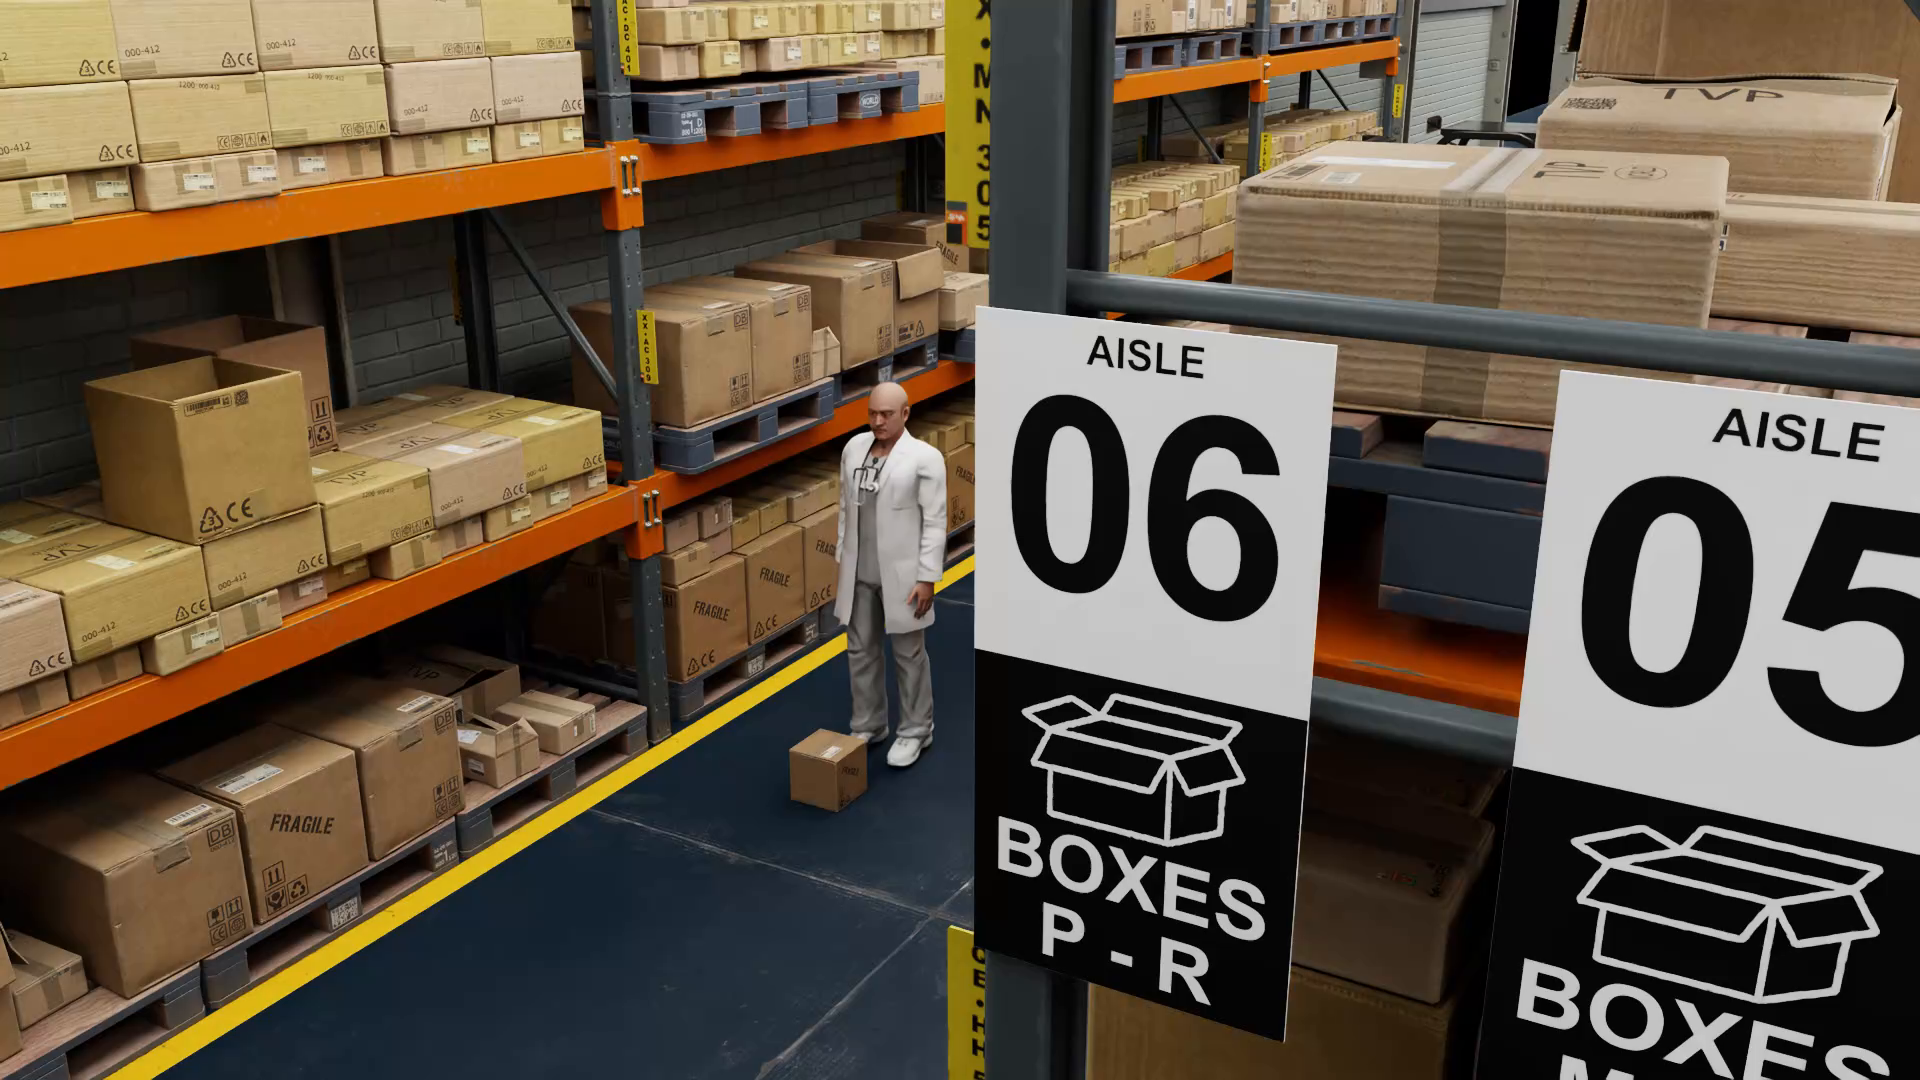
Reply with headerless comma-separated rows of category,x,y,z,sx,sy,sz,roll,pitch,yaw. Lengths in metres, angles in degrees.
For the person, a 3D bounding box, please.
person,-0.348,0.174,7.600,0.578,1.812,0.426,10,22,27
